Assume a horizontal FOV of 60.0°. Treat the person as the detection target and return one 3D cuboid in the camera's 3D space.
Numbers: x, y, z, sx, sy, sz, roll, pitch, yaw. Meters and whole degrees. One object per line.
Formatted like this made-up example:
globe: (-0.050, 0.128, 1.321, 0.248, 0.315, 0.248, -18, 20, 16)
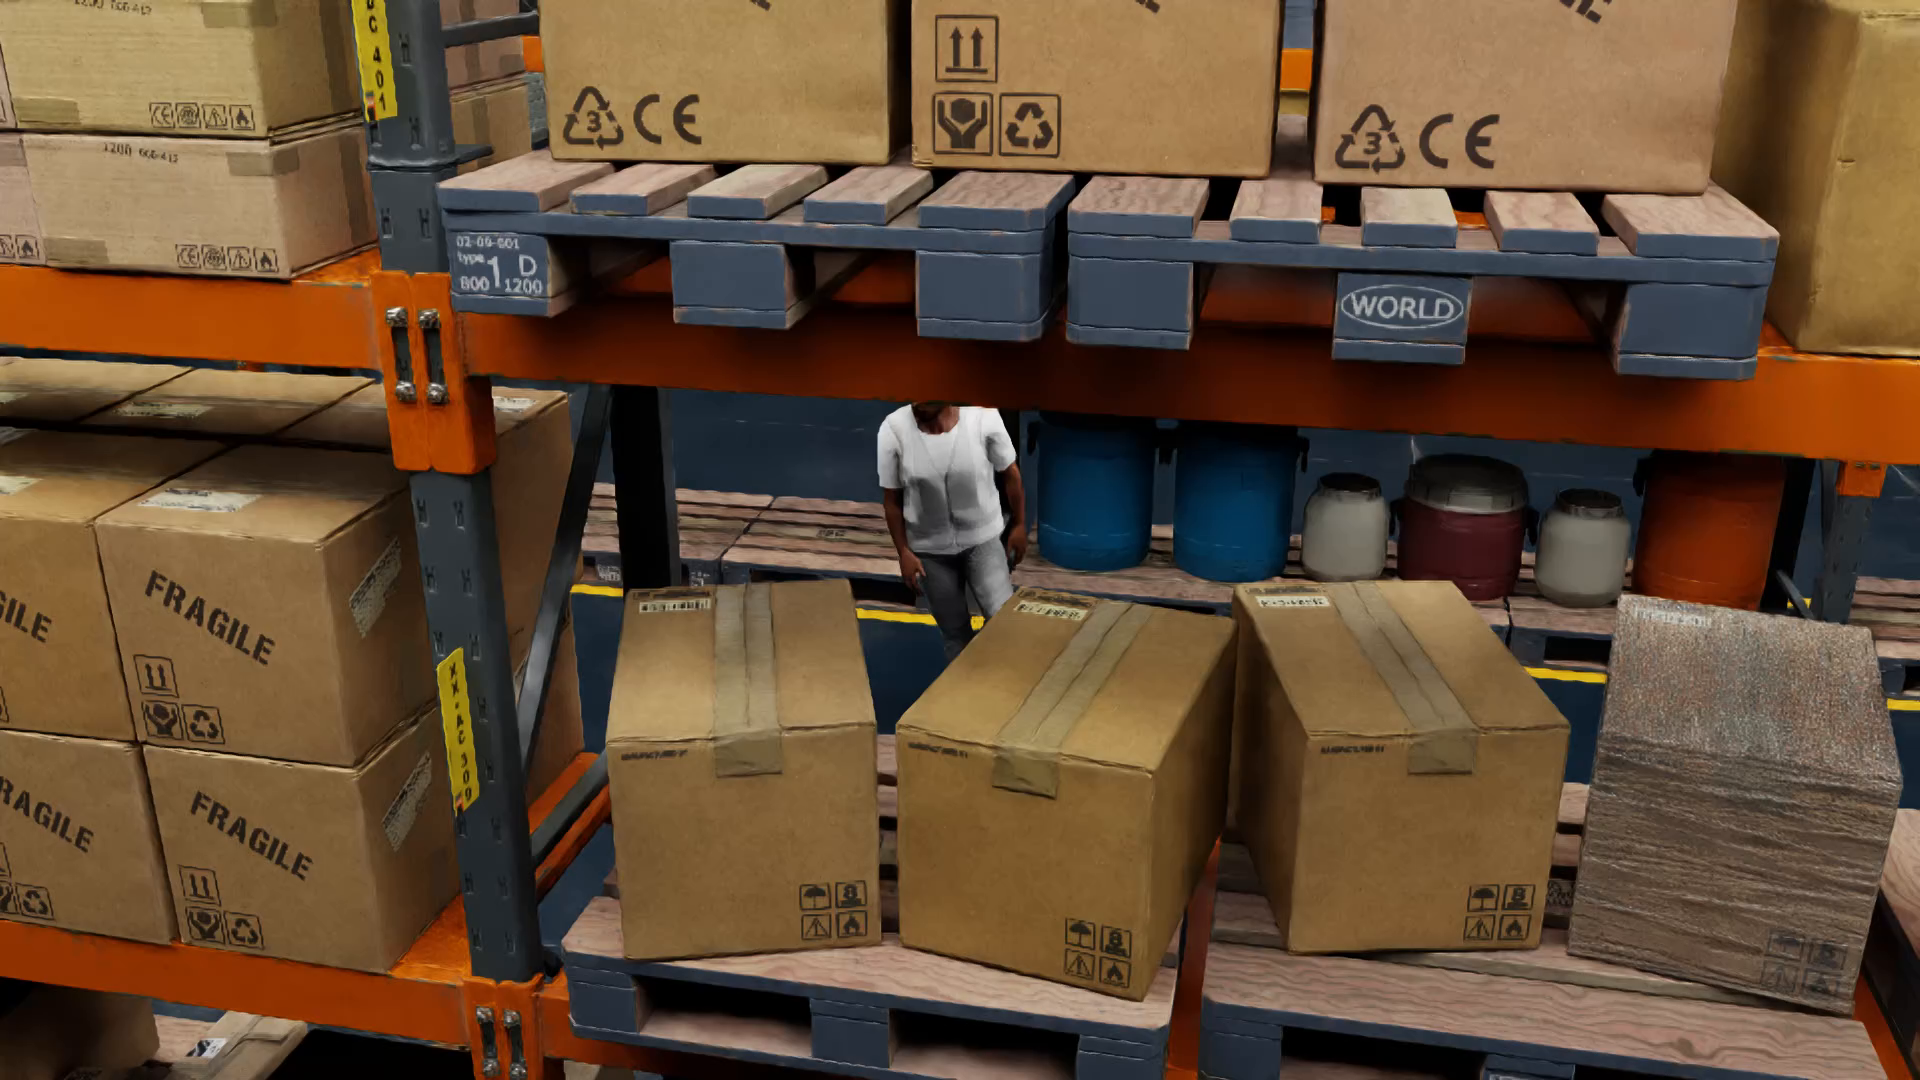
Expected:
person: (-0.025, -0.003, 7.061, 0.637, 1.750, 0.500, -1, 21, -4)
